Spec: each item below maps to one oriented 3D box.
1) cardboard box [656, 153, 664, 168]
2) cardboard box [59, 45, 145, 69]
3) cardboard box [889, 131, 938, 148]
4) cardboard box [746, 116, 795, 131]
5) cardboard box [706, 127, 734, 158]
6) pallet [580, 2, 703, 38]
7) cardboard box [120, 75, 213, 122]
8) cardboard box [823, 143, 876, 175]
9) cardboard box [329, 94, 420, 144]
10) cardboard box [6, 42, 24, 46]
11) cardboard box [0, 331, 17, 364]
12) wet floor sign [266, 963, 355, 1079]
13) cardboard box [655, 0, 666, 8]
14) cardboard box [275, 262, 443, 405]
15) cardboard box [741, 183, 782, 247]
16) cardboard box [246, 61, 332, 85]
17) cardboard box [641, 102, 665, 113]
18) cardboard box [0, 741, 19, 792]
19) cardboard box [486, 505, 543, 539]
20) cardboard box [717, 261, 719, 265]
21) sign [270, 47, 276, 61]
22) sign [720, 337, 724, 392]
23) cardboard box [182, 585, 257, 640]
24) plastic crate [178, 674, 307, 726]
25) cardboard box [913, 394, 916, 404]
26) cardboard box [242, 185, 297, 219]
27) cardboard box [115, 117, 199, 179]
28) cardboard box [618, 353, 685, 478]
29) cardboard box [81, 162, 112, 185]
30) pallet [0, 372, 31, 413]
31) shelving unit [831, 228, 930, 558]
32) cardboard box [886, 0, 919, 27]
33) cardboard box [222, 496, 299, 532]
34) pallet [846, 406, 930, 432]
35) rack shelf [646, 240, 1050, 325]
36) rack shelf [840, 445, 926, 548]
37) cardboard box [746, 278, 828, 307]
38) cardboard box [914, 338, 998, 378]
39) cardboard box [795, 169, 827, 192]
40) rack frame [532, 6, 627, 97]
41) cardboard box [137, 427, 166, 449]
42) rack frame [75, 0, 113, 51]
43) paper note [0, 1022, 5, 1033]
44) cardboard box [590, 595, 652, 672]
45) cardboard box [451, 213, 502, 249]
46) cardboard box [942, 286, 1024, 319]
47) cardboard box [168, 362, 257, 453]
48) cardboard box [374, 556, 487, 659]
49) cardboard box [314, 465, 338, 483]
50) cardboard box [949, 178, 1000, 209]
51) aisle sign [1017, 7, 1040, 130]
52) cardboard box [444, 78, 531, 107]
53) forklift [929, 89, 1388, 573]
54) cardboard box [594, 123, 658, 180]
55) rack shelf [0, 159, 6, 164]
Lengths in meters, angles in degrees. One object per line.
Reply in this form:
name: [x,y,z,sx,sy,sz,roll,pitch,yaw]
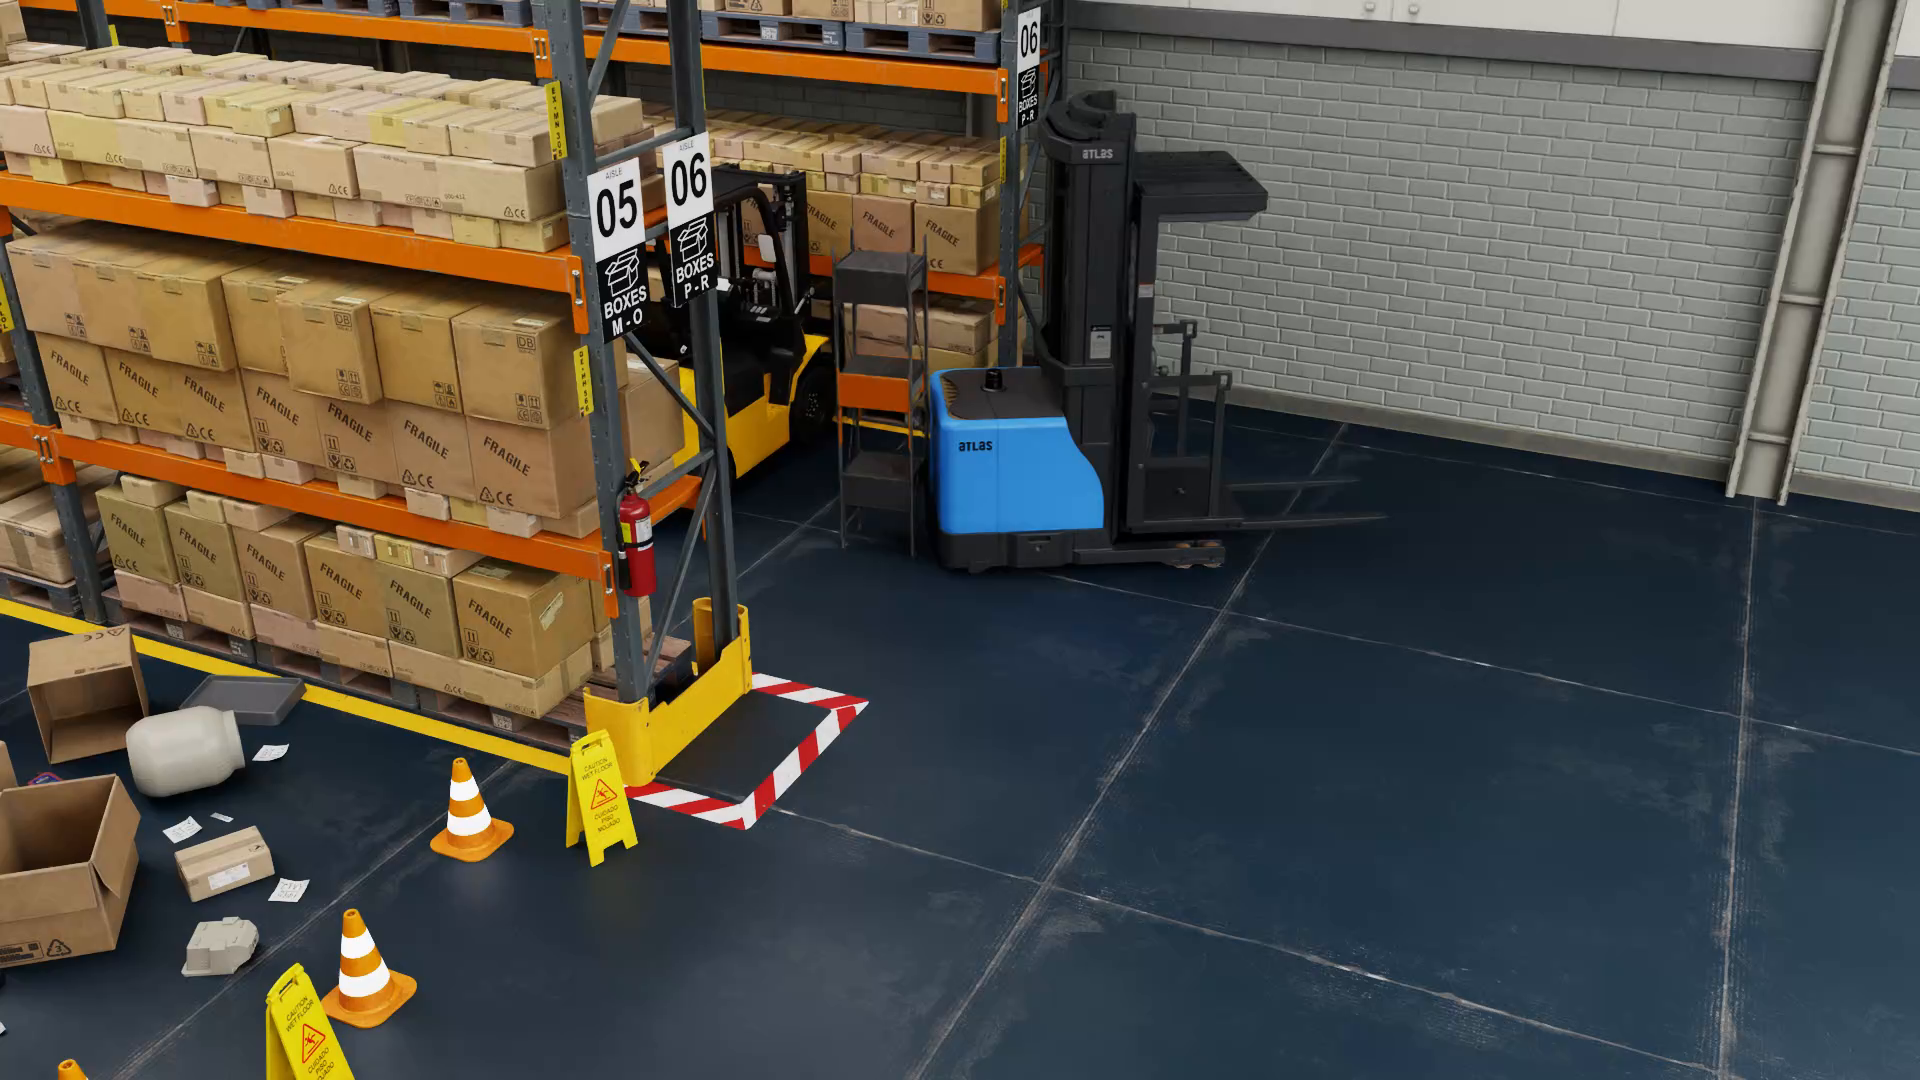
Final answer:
cardboard box: [-2.236,-3.038,13.248,0.250,0.149,0.380,12,29,23]
cardboard box: [-4.768,-2.649,9.290,0.250,0.149,0.380,12,29,23]
cardboard box: [-0.362,-3.065,12.965,0.250,0.149,0.380,12,28,22]
cardboard box: [-1.528,-3.310,13.463,0.250,0.149,0.380,11,28,21]
cardboard box: [-1.978,-3.137,13.111,0.250,0.149,0.380,11,28,21]
pallet: [-2.309,-4.185,13.129,1.213,0.211,1.003,11,28,22]
cardboard box: [-4.035,-2.259,8.497,0.250,0.149,0.380,10,28,20]
cardboard box: [-0.834,-2.891,12.612,0.250,0.149,0.380,12,29,23]
cardboard box: [-2.824,-2.047,8.068,0.250,0.149,0.380,11,28,22]
cardboard box: [-5.975,-2.855,10.022,0.500,0.250,0.500,11,28,21]
cardboard box: [-5.663,-1.387,9.816,0.500,0.500,0.500,11,28,21]
wet floor sign: [-2.617,1.977,6.573,0.232,0.644,0.267,6,27,13]
cardboard box: [-2.114,-4.146,12.645,0.250,0.149,0.380,12,29,23]
cardboard box: [-3.026,-1.077,8.529,0.500,0.500,0.700,11,28,21]
cardboard box: [-1.409,-2.602,13.096,0.500,0.500,0.500,12,28,22]
cardboard box: [-3.559,-2.439,8.863,0.250,0.149,0.380,12,29,22]
cardboard box: [-2.680,-3.557,13.964,0.250,0.149,0.380,11,28,22]
cardboard box: [-5.008,1.291,7.973,0.503,0.637,0.797,11,28,22]
cardboard box: [-2.212,-0.168,8.550,0.250,0.149,0.380,11,28,21]
cardboard box: [-2.100,-2.329,14.160,0.500,0.250,0.500,11,28,21]
sign: [-6.510,-4.499,15.752,0.005,0.325,0.100,11,28,22]
sign: [-1.282,-0.903,8.779,0.005,0.325,0.100,11,28,22]
cardboard box: [-4.231,0.327,9.898,0.500,0.250,0.500,13,29,25]
plastic crate: [-4.058,0.898,9.404,0.583,0.080,0.402,2,26,4]
cardboard box: [-0.462,-1.302,13.205,0.500,0.250,0.500,11,28,22]
cardboard box: [-3.363,-1.746,8.358,0.250,0.149,0.380,11,28,21]
cardboard box: [-3.936,-2.062,8.549,0.500,0.250,0.500,12,29,22]
cardboard box: [-1.822,-0.673,8.841,0.500,0.500,0.500,11,28,21]
cardboard box: [-4.478,-2.034,8.944,0.250,0.149,0.380,11,28,22]
pallet: [-5.783,-1.140,10.457,1.213,0.211,1.003,11,28,22]
shelving unit: [-0.501,-0.934,10.840,0.503,2.100,0.431,7,27,13]
cardboard box: [-0.335,-3.789,11.920,0.250,0.149,0.380,11,28,20]
cardboard box: [-3.918,-0.206,9.396,0.250,0.149,0.380,13,29,25]
pallet: [-0.168,-1.165,13.448,1.213,0.211,1.003,11,28,22]
rack shelf: [-1.275,-2.336,13.483,4.000,0.370,1.077,11,28,22]
rack shelf: [-0.501,-0.294,11.155,0.480,0.518,0.431,7,27,13]
cardboard box: [-1.392,-1.930,13.350,0.500,0.250,0.500,11,28,21]
cardboard box: [-0.027,-1.436,12.911,0.500,0.250,0.500,11,28,21]
cardboard box: [-1.064,-2.805,12.773,0.250,0.149,0.380,12,28,22]
rack frame: [-3.096,-3.025,14.067,0.127,3.000,1.000,11,28,22]
cardboard box: [-4.487,-0.667,9.563,0.250,0.149,0.380,11,28,22]
rack frame: [-5.147,-3.720,8.687,0.127,3.000,1.000,11,28,22]
paper note: [-4.150,2.083,7.056,0.142,0.017,0.144,23,35,39]
cardboard box: [-2.126,0.490,9.567,0.500,0.250,0.500,11,28,21]
cardboard box: [-2.187,-1.515,7.889,0.250,0.149,0.380,12,28,22]
cardboard box: [0.186,-1.861,13.209,0.500,0.250,0.500,11,28,21]
cardboard box: [-3.944,-0.835,9.169,0.500,0.500,0.500,11,28,21]
cardboard box: [-2.820,0.276,9.151,0.500,0.500,0.500,12,29,24]
cardboard box: [-3.318,-0.454,9.130,0.250,0.149,0.380,11,28,22]
cardboard box: [0.114,-2.580,12.316,0.250,0.149,0.380,12,29,23]
aisle sign: [0.483,-3.330,11.743,0.004,0.787,0.394,11,28,22]
cardboard box: [-2.381,-2.221,8.420,0.250,0.149,0.380,11,28,22]
forklift: [1.330,-1.356,10.756,3.031,2.935,1.130,-2,26,-5]
cardboard box: [-1.853,-1.908,8.236,0.500,0.250,0.500,11,28,21]
rack shelf: [-6.968,-2.417,10.251,4.000,0.370,1.077,11,28,22]
